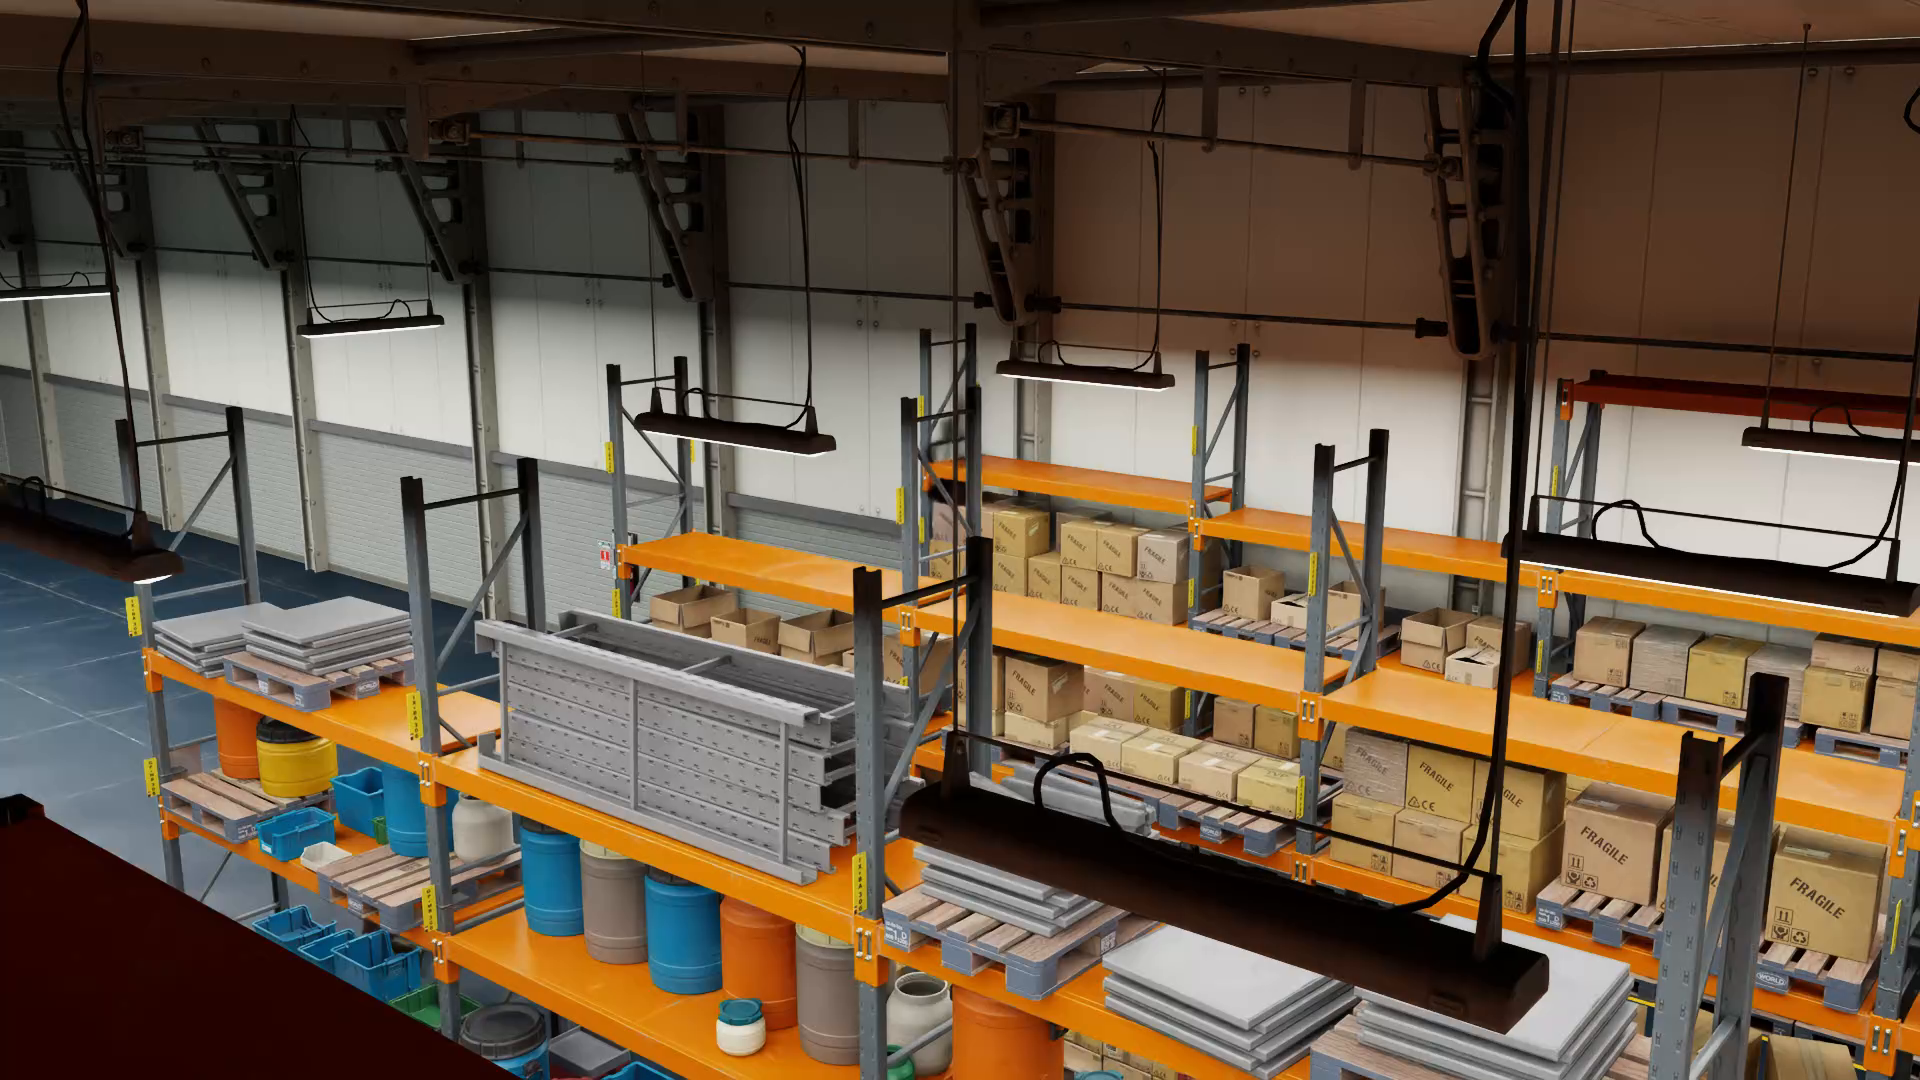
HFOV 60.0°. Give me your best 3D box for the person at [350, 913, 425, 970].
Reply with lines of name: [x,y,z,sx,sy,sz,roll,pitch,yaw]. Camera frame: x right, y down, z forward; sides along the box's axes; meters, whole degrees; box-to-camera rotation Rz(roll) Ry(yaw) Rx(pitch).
person: [-5.649,3.658,16.232,0.607,1.738,0.726,0,13,1]
